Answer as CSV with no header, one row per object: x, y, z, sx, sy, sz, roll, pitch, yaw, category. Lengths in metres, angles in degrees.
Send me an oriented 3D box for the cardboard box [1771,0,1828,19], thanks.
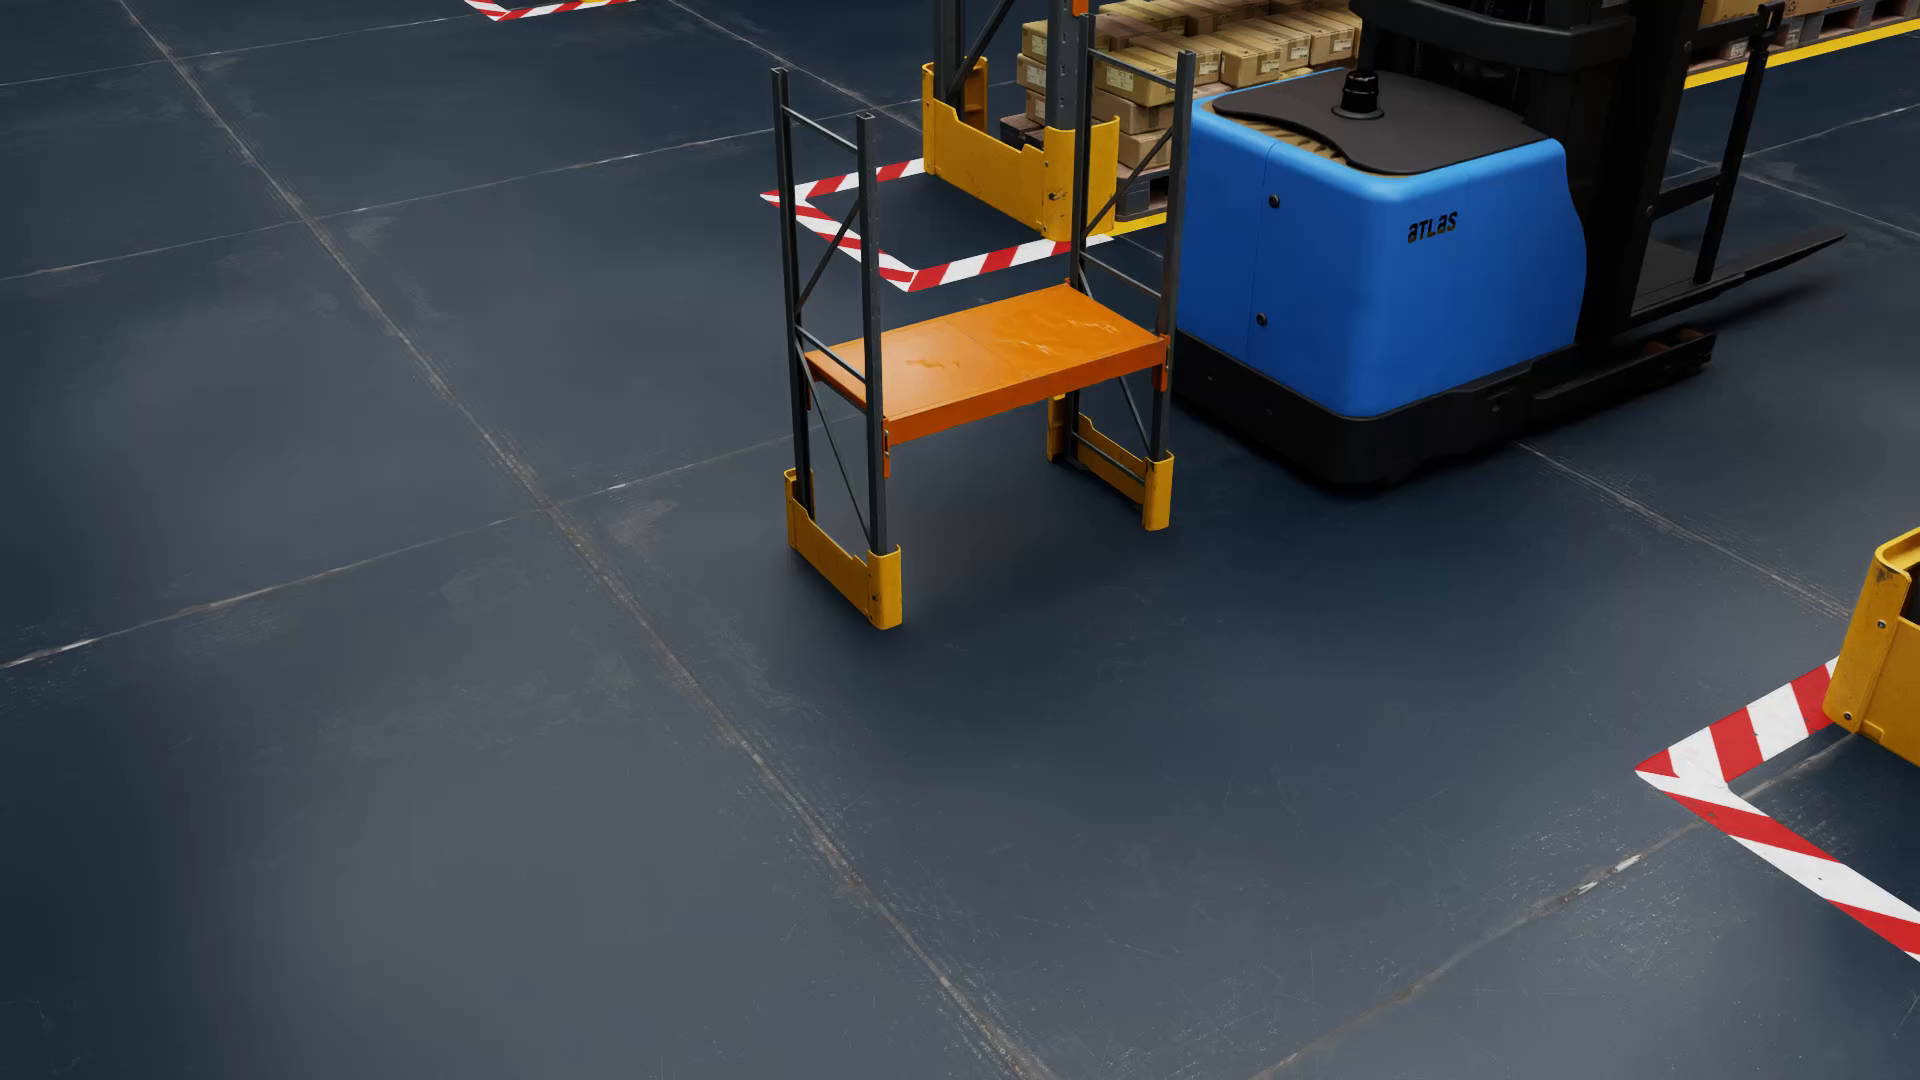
4.764,-3.382,9.749,0.500,0.500,0.500,-17,36,-25,cardboard box

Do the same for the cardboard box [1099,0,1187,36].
0.892,-2.526,8.163,0.250,0.149,0.380,-20,37,-28,cardboard box

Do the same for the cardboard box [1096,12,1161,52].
0.744,-2.394,7.954,0.250,0.149,0.380,-18,37,-26,cardboard box

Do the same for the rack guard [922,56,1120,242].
0.258,-1.821,7.669,0.348,0.500,1.175,-19,37,-27,rack guard

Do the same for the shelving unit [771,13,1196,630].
0.064,-0.656,4.885,1.083,1.500,0.587,-19,37,-27,shelving unit

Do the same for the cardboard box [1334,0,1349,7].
2.073,-2.584,8.256,0.250,0.149,0.380,-19,37,-27,cardboard box

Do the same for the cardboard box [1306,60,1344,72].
1.638,-2.300,8.084,0.250,0.149,0.380,-21,38,-29,cardboard box

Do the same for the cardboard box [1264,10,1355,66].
1.668,-2.413,7.985,0.250,0.149,0.380,-17,36,-25,cardboard box

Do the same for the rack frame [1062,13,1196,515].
0.499,-0.806,5.122,0.032,1.500,0.500,-19,37,-27,rack frame

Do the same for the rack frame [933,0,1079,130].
0.194,-2.857,6.967,0.127,3.000,1.000,-19,37,-27,rack frame

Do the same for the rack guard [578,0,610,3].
-2.593,-3.983,11.096,0.348,0.500,1.175,-19,37,-27,rack guard

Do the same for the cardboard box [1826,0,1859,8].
5.197,-3.539,9.998,0.500,0.500,0.500,-18,37,-26,cardboard box

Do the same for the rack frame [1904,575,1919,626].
2.796,-0.603,3.395,0.127,3.000,1.000,-19,37,-27,rack frame

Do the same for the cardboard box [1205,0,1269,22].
1.340,-2.675,8.399,0.250,0.149,0.380,-18,36,-26,cardboard box

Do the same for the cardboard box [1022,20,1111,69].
0.501,-2.347,7.880,0.250,0.149,0.380,-19,37,-27,cardboard box

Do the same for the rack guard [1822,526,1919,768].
2.776,0.461,4.051,0.348,0.500,1.175,-19,37,-27,rack guard

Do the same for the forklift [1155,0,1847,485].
2.210,-2.017,5.700,3.031,2.935,1.130,-20,37,-28,forklift

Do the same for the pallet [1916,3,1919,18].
6.260,-3.765,11.020,1.213,0.211,1.003,-19,37,-27,pallet

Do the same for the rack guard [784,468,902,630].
-0.354,0.016,4.990,0.087,0.250,0.587,-19,37,-27,rack guard

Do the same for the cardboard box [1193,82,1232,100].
1.034,-2.045,7.679,0.250,0.149,0.380,-19,37,-27,cardboard box

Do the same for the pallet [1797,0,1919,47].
5.236,-3.414,10.464,1.213,0.211,1.003,-19,37,-27,pallet

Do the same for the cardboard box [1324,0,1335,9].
1.827,-2.789,8.581,0.250,0.149,0.380,-19,37,-27,cardboard box

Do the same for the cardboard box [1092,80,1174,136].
0.773,-1.991,7.594,0.250,0.149,0.380,-17,36,-25,cardboard box

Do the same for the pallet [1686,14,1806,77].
4.209,-3.059,9.902,1.213,0.211,1.003,-19,37,-27,pallet

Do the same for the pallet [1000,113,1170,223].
0.960,-1.918,8.093,1.213,0.211,1.003,-19,37,-27,pallet

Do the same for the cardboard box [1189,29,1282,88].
1.266,-2.228,7.692,0.250,0.149,0.380,-19,37,-27,cardboard box

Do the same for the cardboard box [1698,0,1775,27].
4.320,-3.228,9.505,0.500,0.500,0.500,-17,36,-25,cardboard box

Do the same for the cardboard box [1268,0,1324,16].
1.622,-2.701,8.441,0.250,0.149,0.380,-20,38,-29,cardboard box

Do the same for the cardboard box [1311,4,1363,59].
1.914,-2.469,8.073,0.250,0.149,0.380,-18,37,-27,cardboard box

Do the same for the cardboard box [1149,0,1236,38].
1.144,-2.572,8.237,0.250,0.149,0.380,-21,38,-29,cardboard box

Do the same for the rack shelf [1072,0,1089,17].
1.875,-3.131,8.076,4.000,0.370,1.077,-19,37,-27,rack shelf

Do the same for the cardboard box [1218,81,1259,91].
1.192,-2.155,7.854,0.250,0.149,0.380,-18,37,-27,cardboard box

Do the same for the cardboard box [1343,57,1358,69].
1.843,-2.397,8.238,0.250,0.149,0.380,-17,36,-25,cardboard box

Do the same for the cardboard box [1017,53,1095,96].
0.483,-2.235,7.981,0.250,0.149,0.380,-20,37,-29,cardboard box

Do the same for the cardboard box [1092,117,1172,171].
0.807,-1.836,7.628,0.250,0.149,0.380,-18,37,-26,cardboard box

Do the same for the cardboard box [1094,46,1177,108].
0.818,-2.079,7.456,0.250,0.149,0.380,-21,38,-29,cardboard box

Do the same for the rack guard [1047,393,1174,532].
0.483,-0.272,5.446,0.087,0.250,0.587,-19,37,-27,rack guard

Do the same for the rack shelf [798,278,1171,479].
0.072,-0.507,4.985,1.000,0.185,0.538,-19,37,-27,rack shelf

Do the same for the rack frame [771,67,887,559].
-0.356,-0.512,4.656,0.032,1.500,0.500,-19,37,-27,rack frame

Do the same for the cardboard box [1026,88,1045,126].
0.523,-2.074,8.005,0.250,0.149,0.380,-18,37,-26,cardboard box

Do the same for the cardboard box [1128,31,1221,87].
0.985,-2.213,7.667,0.250,0.149,0.380,-18,37,-26,cardboard box

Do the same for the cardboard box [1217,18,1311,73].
1.429,-2.337,7.864,0.250,0.149,0.380,-21,38,-30,cardboard box

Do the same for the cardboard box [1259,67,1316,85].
1.466,-2.180,7.895,0.250,0.149,0.380,-18,36,-26,cardboard box
